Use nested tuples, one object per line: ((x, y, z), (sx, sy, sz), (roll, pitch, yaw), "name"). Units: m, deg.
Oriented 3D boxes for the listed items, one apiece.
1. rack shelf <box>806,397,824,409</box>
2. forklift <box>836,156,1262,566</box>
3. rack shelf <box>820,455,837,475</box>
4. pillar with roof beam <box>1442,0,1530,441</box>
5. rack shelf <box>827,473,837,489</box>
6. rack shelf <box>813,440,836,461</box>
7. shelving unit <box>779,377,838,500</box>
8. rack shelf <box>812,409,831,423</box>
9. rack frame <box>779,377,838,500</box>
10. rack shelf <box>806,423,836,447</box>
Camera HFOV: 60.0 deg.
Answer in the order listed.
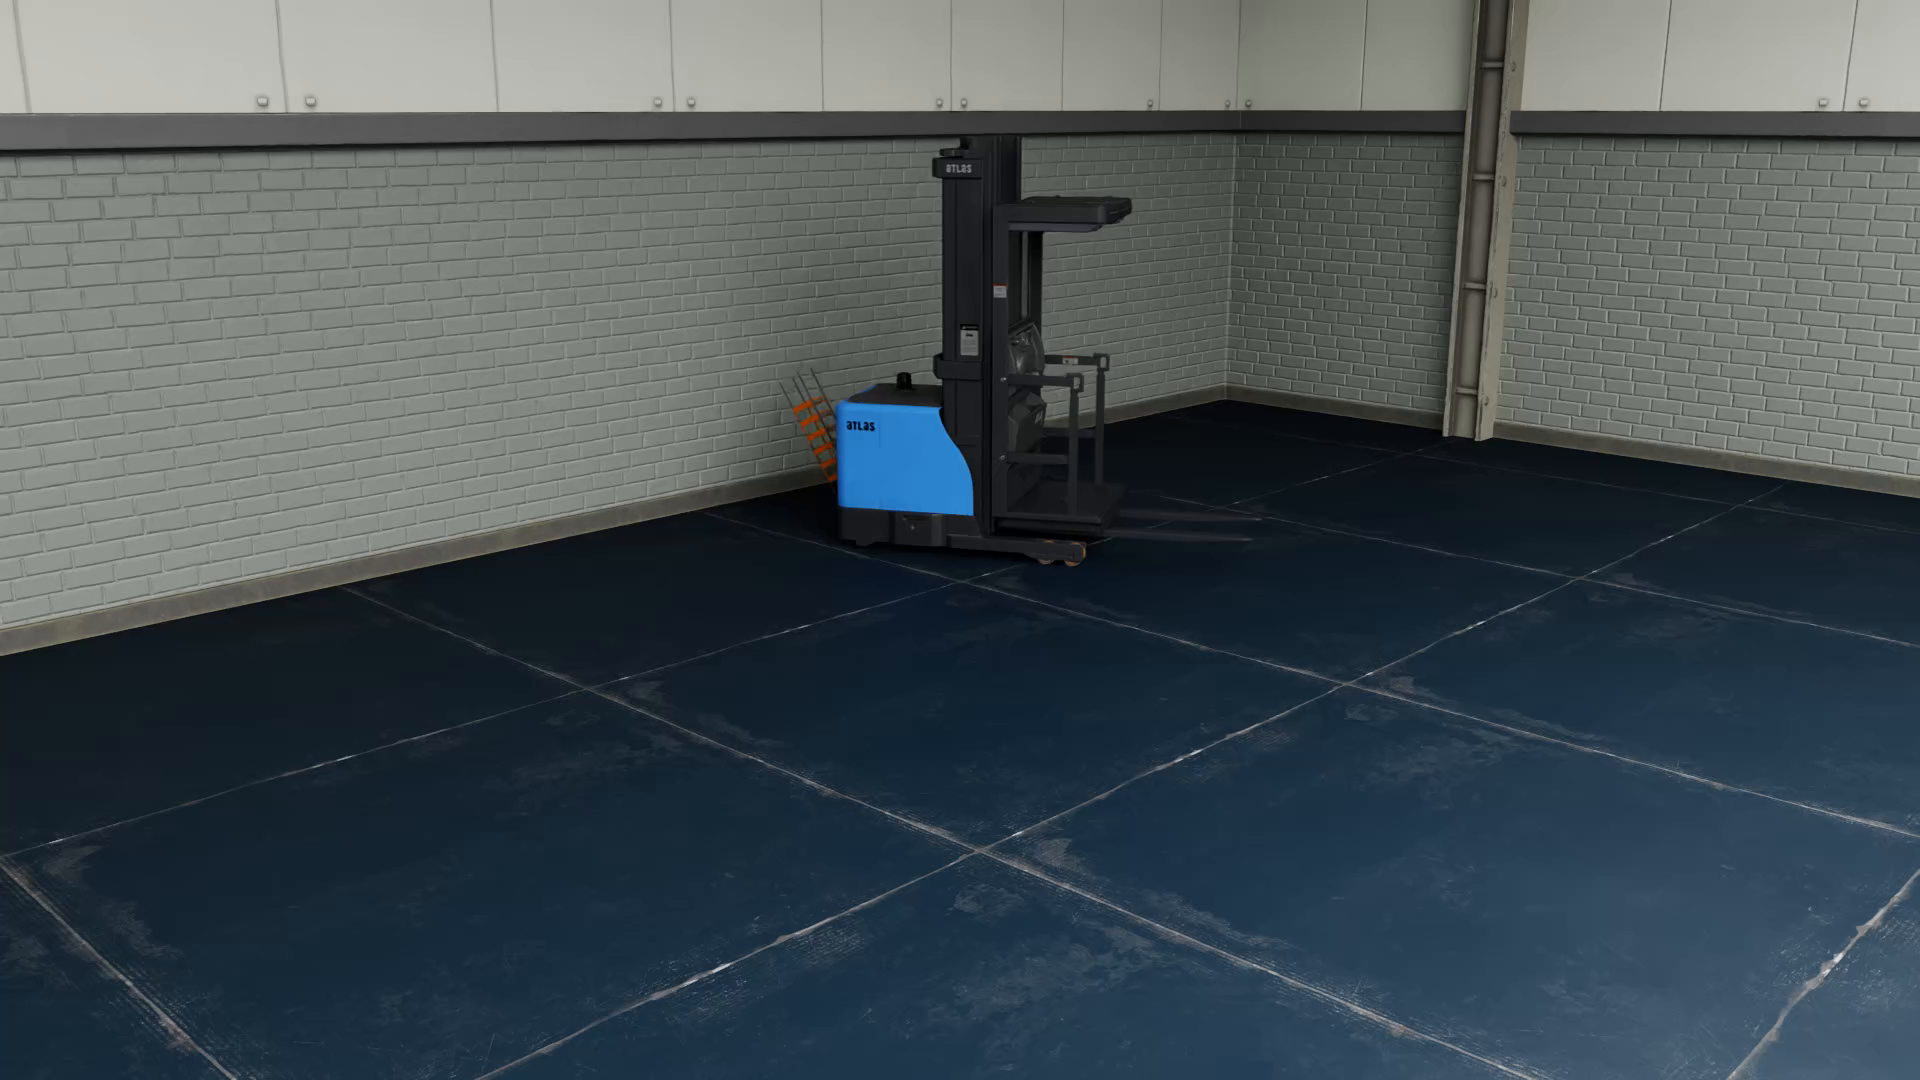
((-1.181, -1.065, 13.084), (0.166, 0.020, 0.199), (-25, 3, 26), "rack shelf")
((0.663, -1.319, 11.949), (3.031, 2.797, 1.129), (4, 15, 15), "forklift")
((-0.958, -0.618, 13.106), (0.180, 0.103, 0.258), (-25, 3, 26), "rack shelf")
((2.004, -4.593, 12.211), (0.400, 9.000, 9.100), (14, 20, 42), "pillar with roof beam")
((-0.905, -0.511, 13.111), (0.180, 0.103, 0.258), (-25, 3, 26), "rack shelf")
((-1.012, -0.726, 13.101), (0.180, 0.103, 0.258), (-25, 3, 26), "rack shelf")
((-1.033, -0.765, 13.100), (0.184, 1.200, 0.258), (-25, 3, 26), "shelving unit")
((-1.131, -0.965, 13.089), (0.171, 0.034, 0.221), (-25, 3, 26), "rack shelf")
((-1.106, -0.730, 13.140), (0.006, 1.200, 0.240), (-25, 3, 26), "rack frame")
((-1.065, -0.833, 13.096), (0.180, 0.103, 0.258), (-25, 3, 26), "rack shelf")
